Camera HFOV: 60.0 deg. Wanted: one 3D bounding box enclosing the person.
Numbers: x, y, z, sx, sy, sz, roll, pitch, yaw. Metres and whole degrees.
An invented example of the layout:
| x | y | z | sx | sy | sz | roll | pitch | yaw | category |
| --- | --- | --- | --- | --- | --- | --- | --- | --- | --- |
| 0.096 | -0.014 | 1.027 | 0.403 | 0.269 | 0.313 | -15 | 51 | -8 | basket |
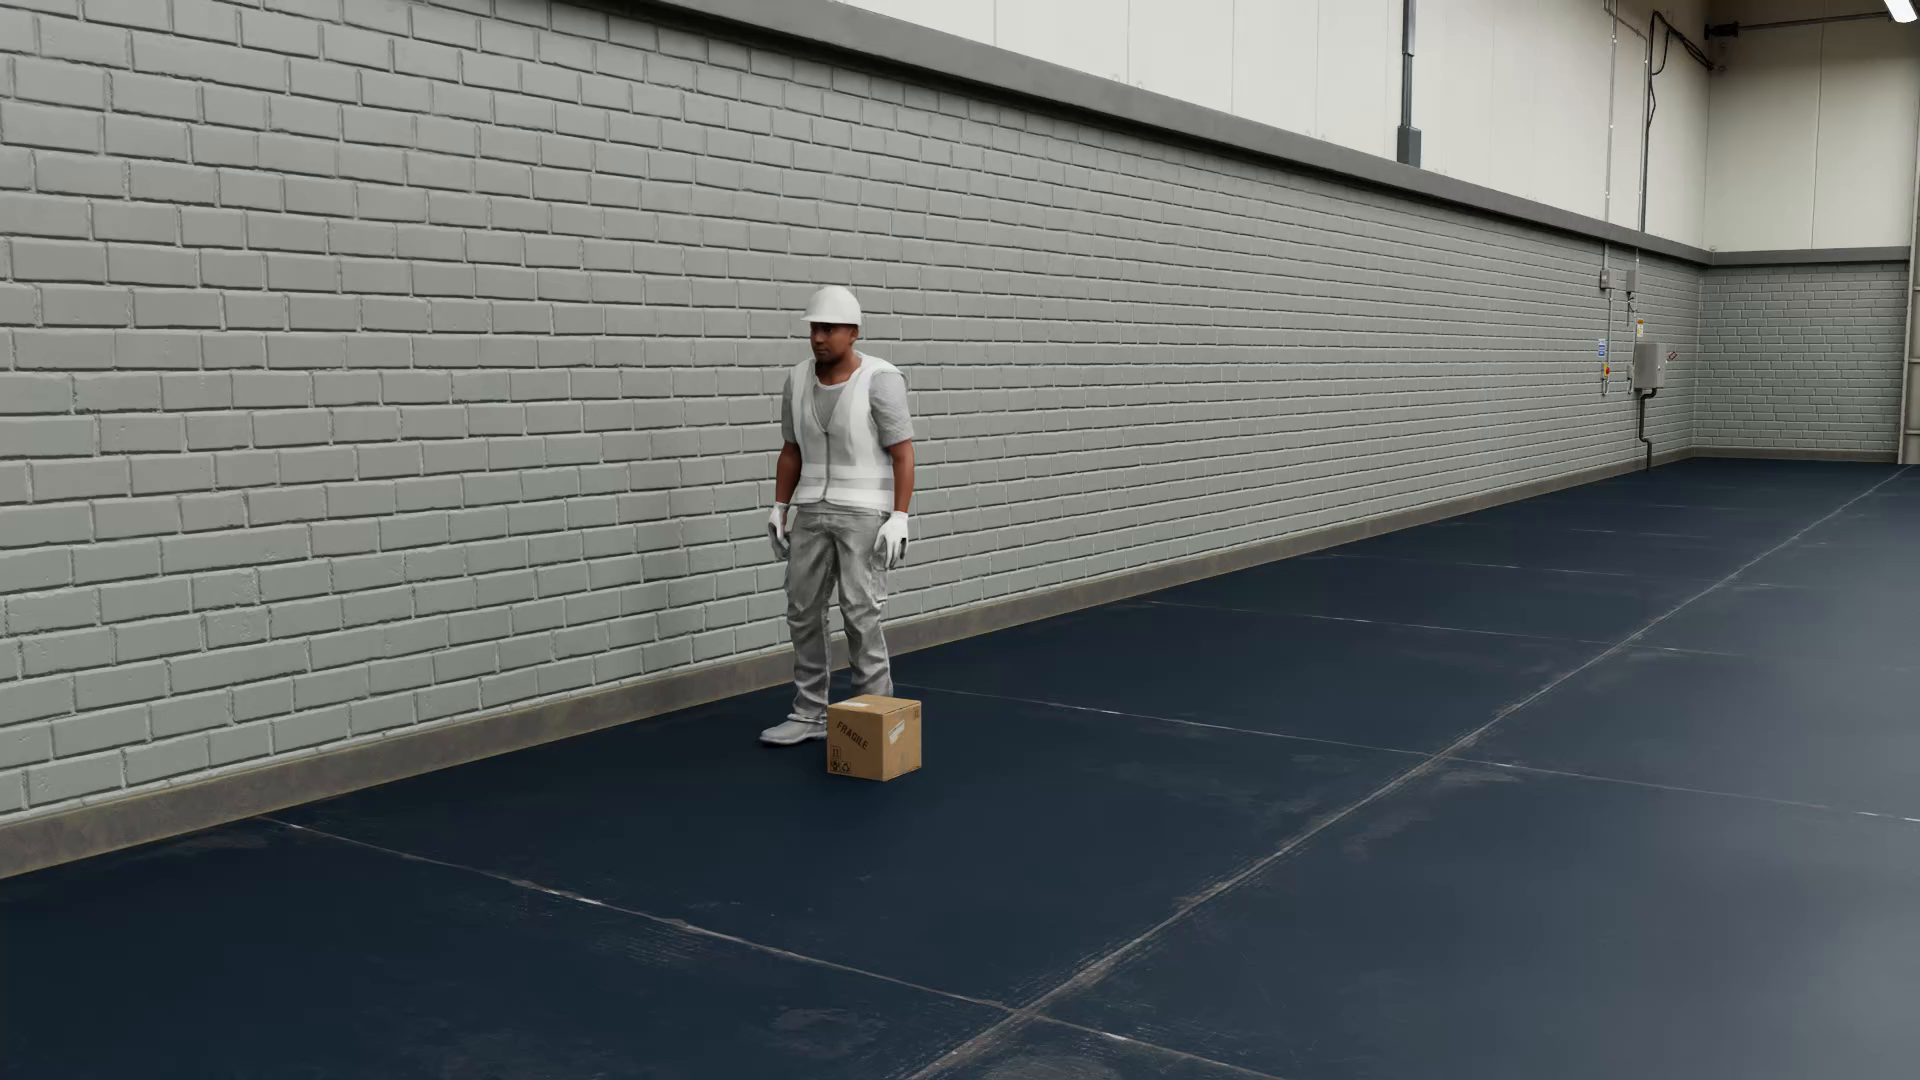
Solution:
| x | y | z | sx | sy | sz | roll | pitch | yaw | category |
| --- | --- | --- | --- | --- | --- | --- | --- | --- | --- |
| -0.466 | -0.076 | 6.377 | 0.620 | 1.773 | 0.449 | 4 | 7 | 30 | person |
